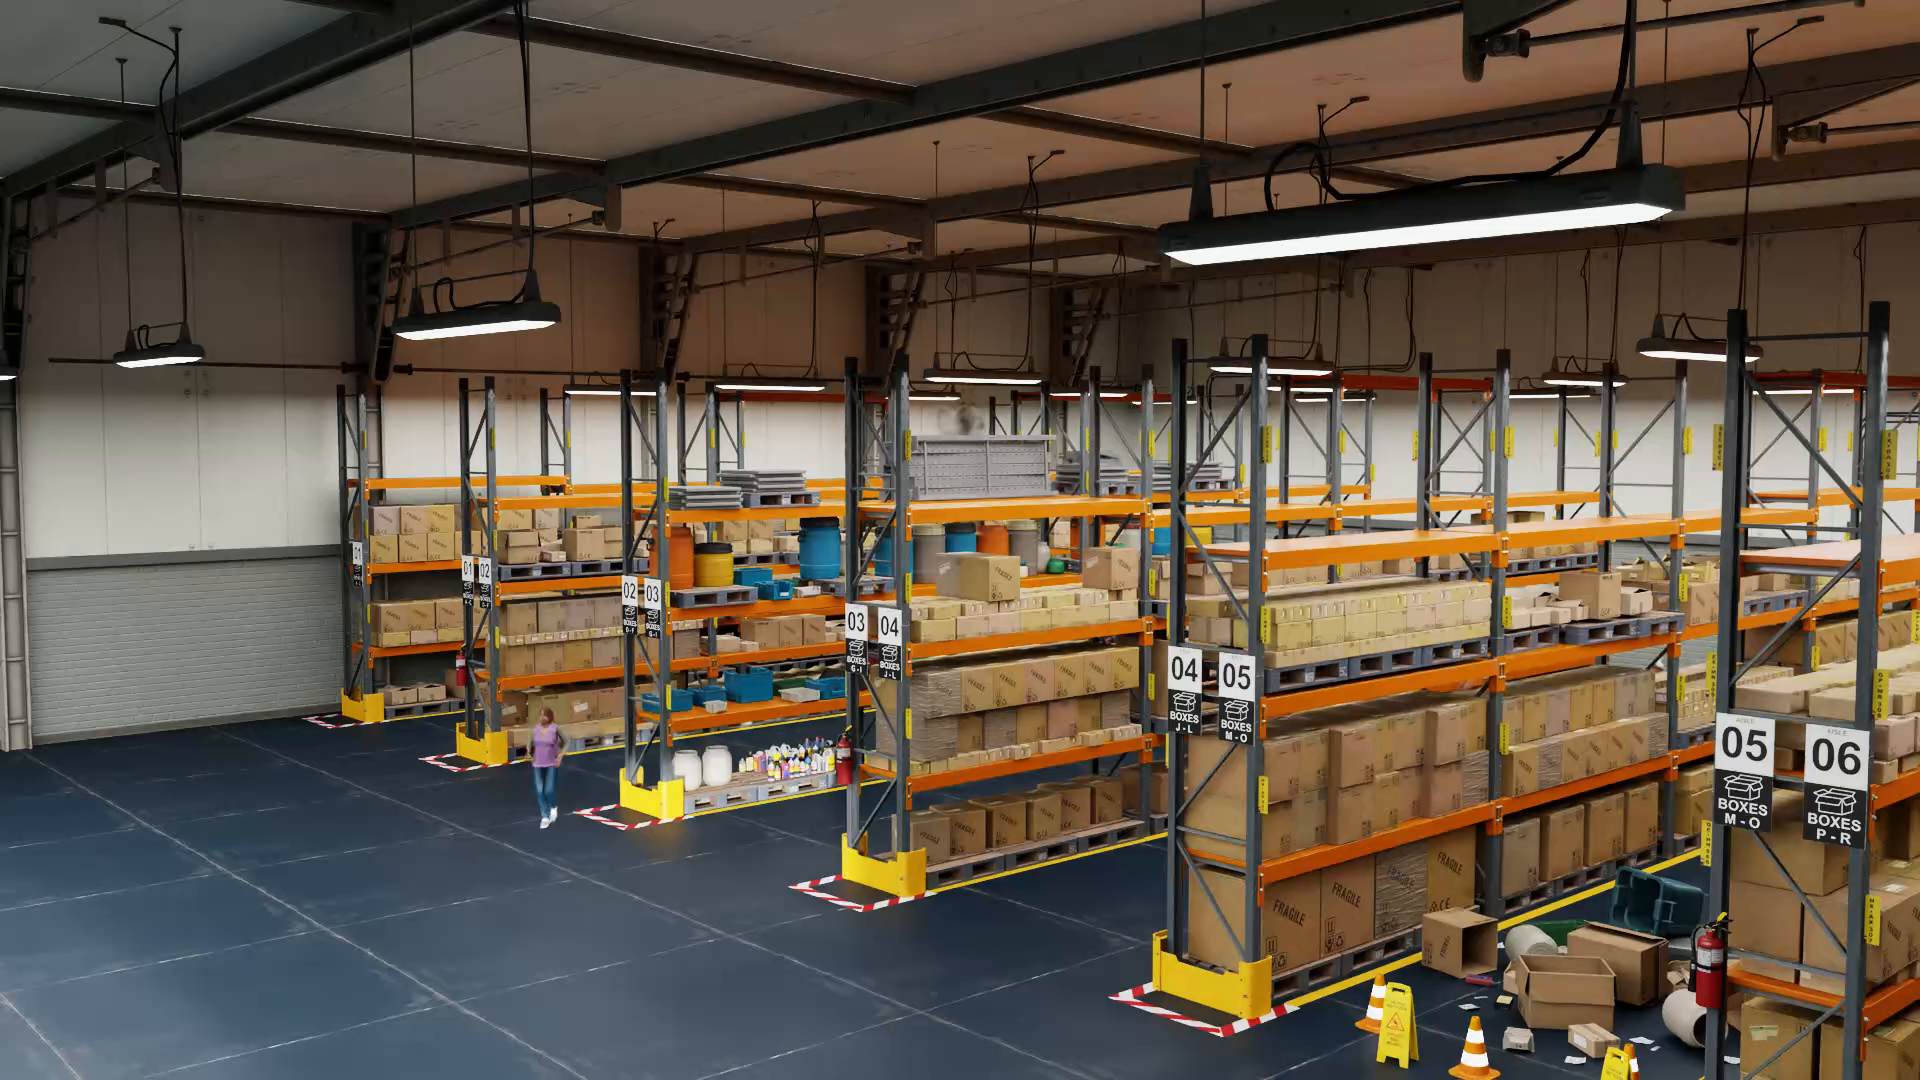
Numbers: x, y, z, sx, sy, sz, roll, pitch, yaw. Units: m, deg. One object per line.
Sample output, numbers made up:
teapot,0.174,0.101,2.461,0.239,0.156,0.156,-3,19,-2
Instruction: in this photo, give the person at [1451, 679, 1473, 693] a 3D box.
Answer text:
person,7.132,2.760,23.528,0.710,1.733,0.637,3,5,40

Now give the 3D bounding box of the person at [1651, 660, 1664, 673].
person,10.287,2.657,24.546,0.685,1.801,0.872,4,5,45

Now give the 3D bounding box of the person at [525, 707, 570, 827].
person,-5.413,2.972,21.655,0.559,1.560,0.522,0,4,6

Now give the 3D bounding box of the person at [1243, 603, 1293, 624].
person,9.792,2.068,19.906,17.227,3.624,2.841,-3,5,-43
